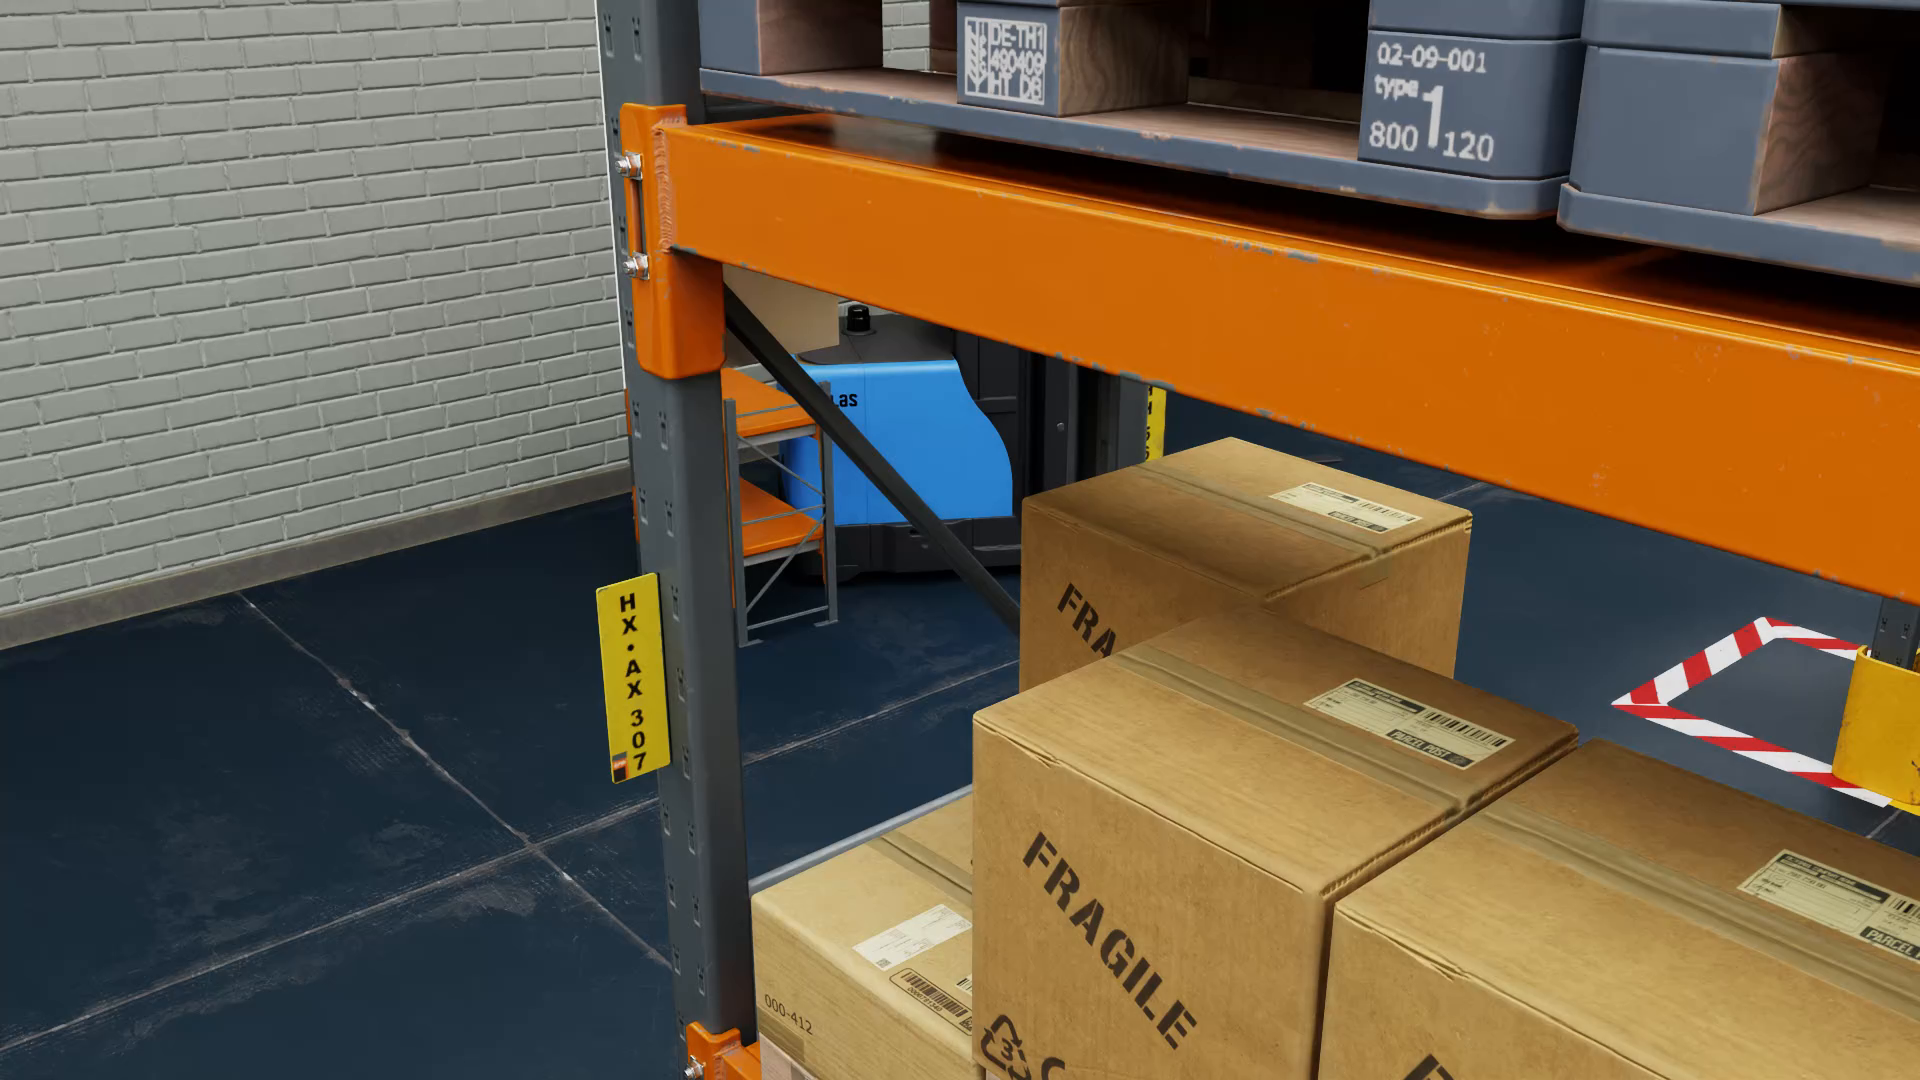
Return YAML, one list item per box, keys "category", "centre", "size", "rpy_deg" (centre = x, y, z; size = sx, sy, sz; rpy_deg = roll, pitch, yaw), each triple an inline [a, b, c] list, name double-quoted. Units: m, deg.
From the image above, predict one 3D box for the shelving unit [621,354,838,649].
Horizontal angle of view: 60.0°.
- category: "shelving unit"
  centre: [-1.058, -0.258, 7.599]
  size: [0.538, 1.125, 1.048]
  rpy_deg: [-14, 26, -32]

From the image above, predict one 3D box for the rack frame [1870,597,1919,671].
- category: "rack frame"
  centre: [3.752, -0.631, 5.982]
  size: [1.000, 3.000, 0.127]
  rpy_deg: [-17, 27, -37]

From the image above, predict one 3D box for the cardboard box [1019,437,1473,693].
- category: "cardboard box"
  centre: [0.445, 0.176, 2.691]
  size: [0.500, 0.500, 0.500]
  rpy_deg: [-17, 27, -37]

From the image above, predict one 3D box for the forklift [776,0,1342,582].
- category: "forklift"
  centre: [0.615, -1.401, 8.042]
  size: [3.031, 2.935, 1.130]
  rpy_deg: [-3, 22, -9]

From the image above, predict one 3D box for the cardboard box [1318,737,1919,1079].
- category: "cardboard box"
  centre: [0.706, 0.581, 1.657]
  size: [0.500, 0.500, 0.500]
  rpy_deg: [-18, 28, -39]

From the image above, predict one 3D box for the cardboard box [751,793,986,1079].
- category: "cardboard box"
  centre: [0.037, 0.650, 2.509]
  size: [0.500, 0.250, 0.500]
  rpy_deg: [-18, 28, -39]

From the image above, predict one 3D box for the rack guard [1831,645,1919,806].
- category: "rack guard"
  centre: [3.801, 0.554, 6.384]
  size: [1.175, 0.500, 0.348]
  rpy_deg: [-17, 27, -37]

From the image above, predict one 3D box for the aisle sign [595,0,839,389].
- category: "aisle sign"
  centre: [-0.346, -0.637, 2.433]
  size: [0.394, 0.787, 0.004]
  rpy_deg: [-17, 27, -37]

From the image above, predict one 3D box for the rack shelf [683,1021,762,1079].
- category: "rack shelf"
  centre: [1.234, 1.410, 1.759]
  size: [1.077, 0.370, 4.000]
  rpy_deg: [-17, 27, -37]

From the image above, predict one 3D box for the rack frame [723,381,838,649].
- category: "rack frame"
  centre: [-0.768, -0.106, 7.211]
  size: [0.500, 1.125, 0.032]
  rpy_deg: [-14, 26, -32]

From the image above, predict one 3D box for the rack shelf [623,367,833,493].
- category: "rack shelf"
  centre: [-1.059, -0.530, 7.493]
  size: [0.538, 0.278, 1.000]
  rpy_deg: [-14, 26, -32]

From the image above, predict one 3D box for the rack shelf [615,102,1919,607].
- category: "rack shelf"
  centre: [1.234, 0.013, 1.212]
  size: [1.077, 0.370, 4.000]
  rpy_deg: [-17, 27, -37]

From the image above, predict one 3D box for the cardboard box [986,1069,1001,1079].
- category: "cardboard box"
  centre: [0.381, 0.792, 2.146]
  size: [0.500, 0.250, 0.500]
  rpy_deg: [-18, 28, -38]

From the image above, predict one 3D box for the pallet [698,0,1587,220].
- category: "pallet"
  centre: [0.420, -0.631, 1.990]
  size: [1.003, 0.211, 1.213]
  rpy_deg: [-17, 27, -37]

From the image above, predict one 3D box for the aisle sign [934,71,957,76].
- category: "aisle sign"
  centre: [0.109, -0.780, 2.797]
  size: [0.394, 0.787, 0.004]
  rpy_deg: [-17, 27, -37]

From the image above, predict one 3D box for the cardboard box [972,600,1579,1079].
- category: "cardboard box"
  centre: [0.363, 0.439, 2.019]
  size: [0.500, 0.500, 0.500]
  rpy_deg: [-18, 28, -39]

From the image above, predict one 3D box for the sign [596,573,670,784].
- category: "sign"
  centre: [-0.496, 0.213, 2.533]
  size: [0.100, 0.325, 0.005]
  rpy_deg: [-17, 27, -37]

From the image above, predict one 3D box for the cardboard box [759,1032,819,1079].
- category: "cardboard box"
  centre: [-0.090, 0.816, 2.633]
  size: [0.380, 0.149, 0.250]
  rpy_deg: [-17, 27, -37]

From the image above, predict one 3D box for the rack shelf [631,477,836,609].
- category: "rack shelf"
  centre: [-1.058, -0.030, 7.689]
  size: [0.538, 0.278, 1.000]
  rpy_deg: [-14, 26, -32]

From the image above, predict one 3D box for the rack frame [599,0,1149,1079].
- category: "rack frame"
  centre: [-0.069, 0.521, 3.040]
  size: [0.949, 2.616, 0.053]
  rpy_deg: [-17, 27, -37]

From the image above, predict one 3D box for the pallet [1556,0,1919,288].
- category: "pallet"
  centre: [1.221, -0.294, 1.129]
  size: [1.003, 0.211, 1.213]
  rpy_deg: [-17, 27, -37]

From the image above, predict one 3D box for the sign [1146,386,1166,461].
- category: "sign"
  centre: [0.348, -0.253, 3.104]
  size: [0.100, 0.325, 0.005]
  rpy_deg: [-17, 27, -37]

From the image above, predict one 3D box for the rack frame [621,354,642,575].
- category: "rack frame"
  centre: [-1.349, -0.410, 7.988]
  size: [0.500, 1.125, 0.032]
  rpy_deg: [-14, 26, -32]
